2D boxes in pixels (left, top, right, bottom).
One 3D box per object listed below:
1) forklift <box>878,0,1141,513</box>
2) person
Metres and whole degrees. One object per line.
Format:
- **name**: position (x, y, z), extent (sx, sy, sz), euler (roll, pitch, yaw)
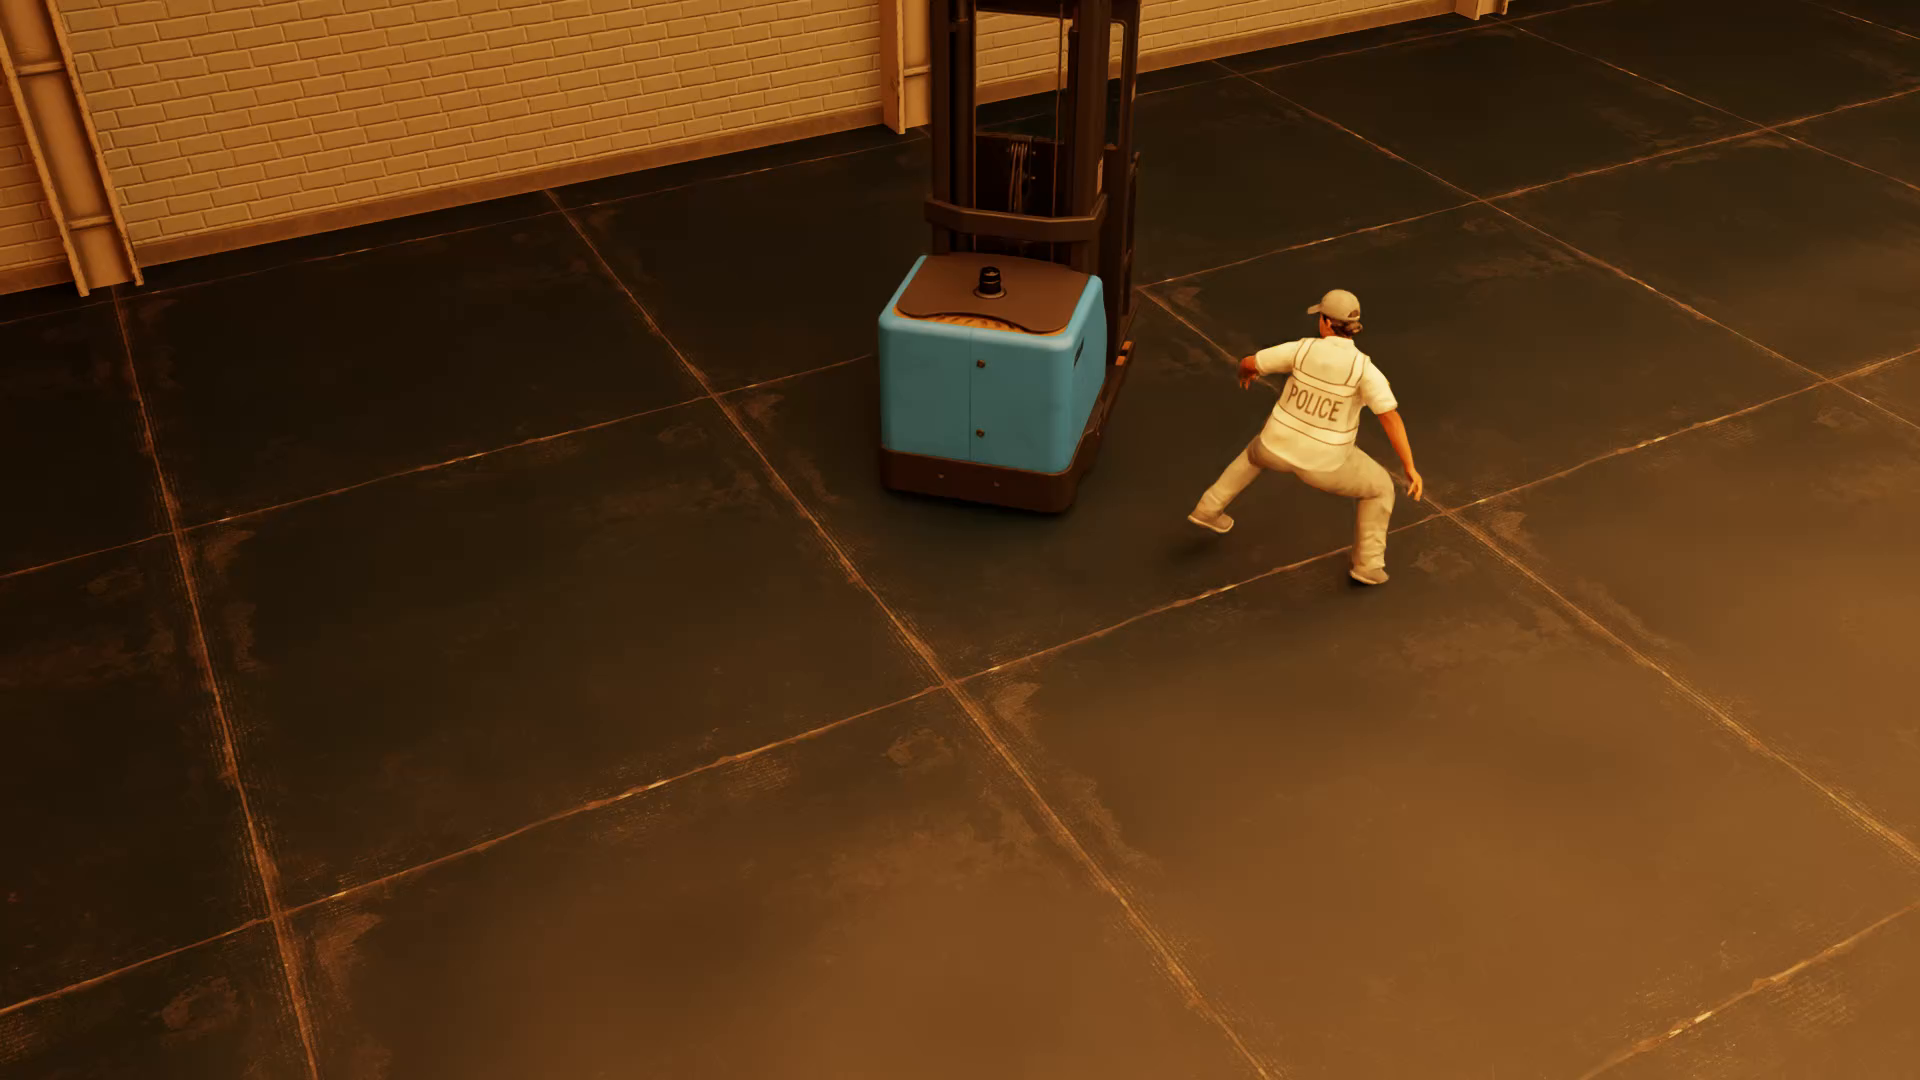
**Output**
- **forklift**: position (0.448, -2.189, 9.220), extent (1.130, 2.935, 3.031), euler (9, 36, 12)
- **person**: position (1.749, -0.457, 8.074), extent (1.133, 1.575, 0.507), euler (22, 41, 28)
